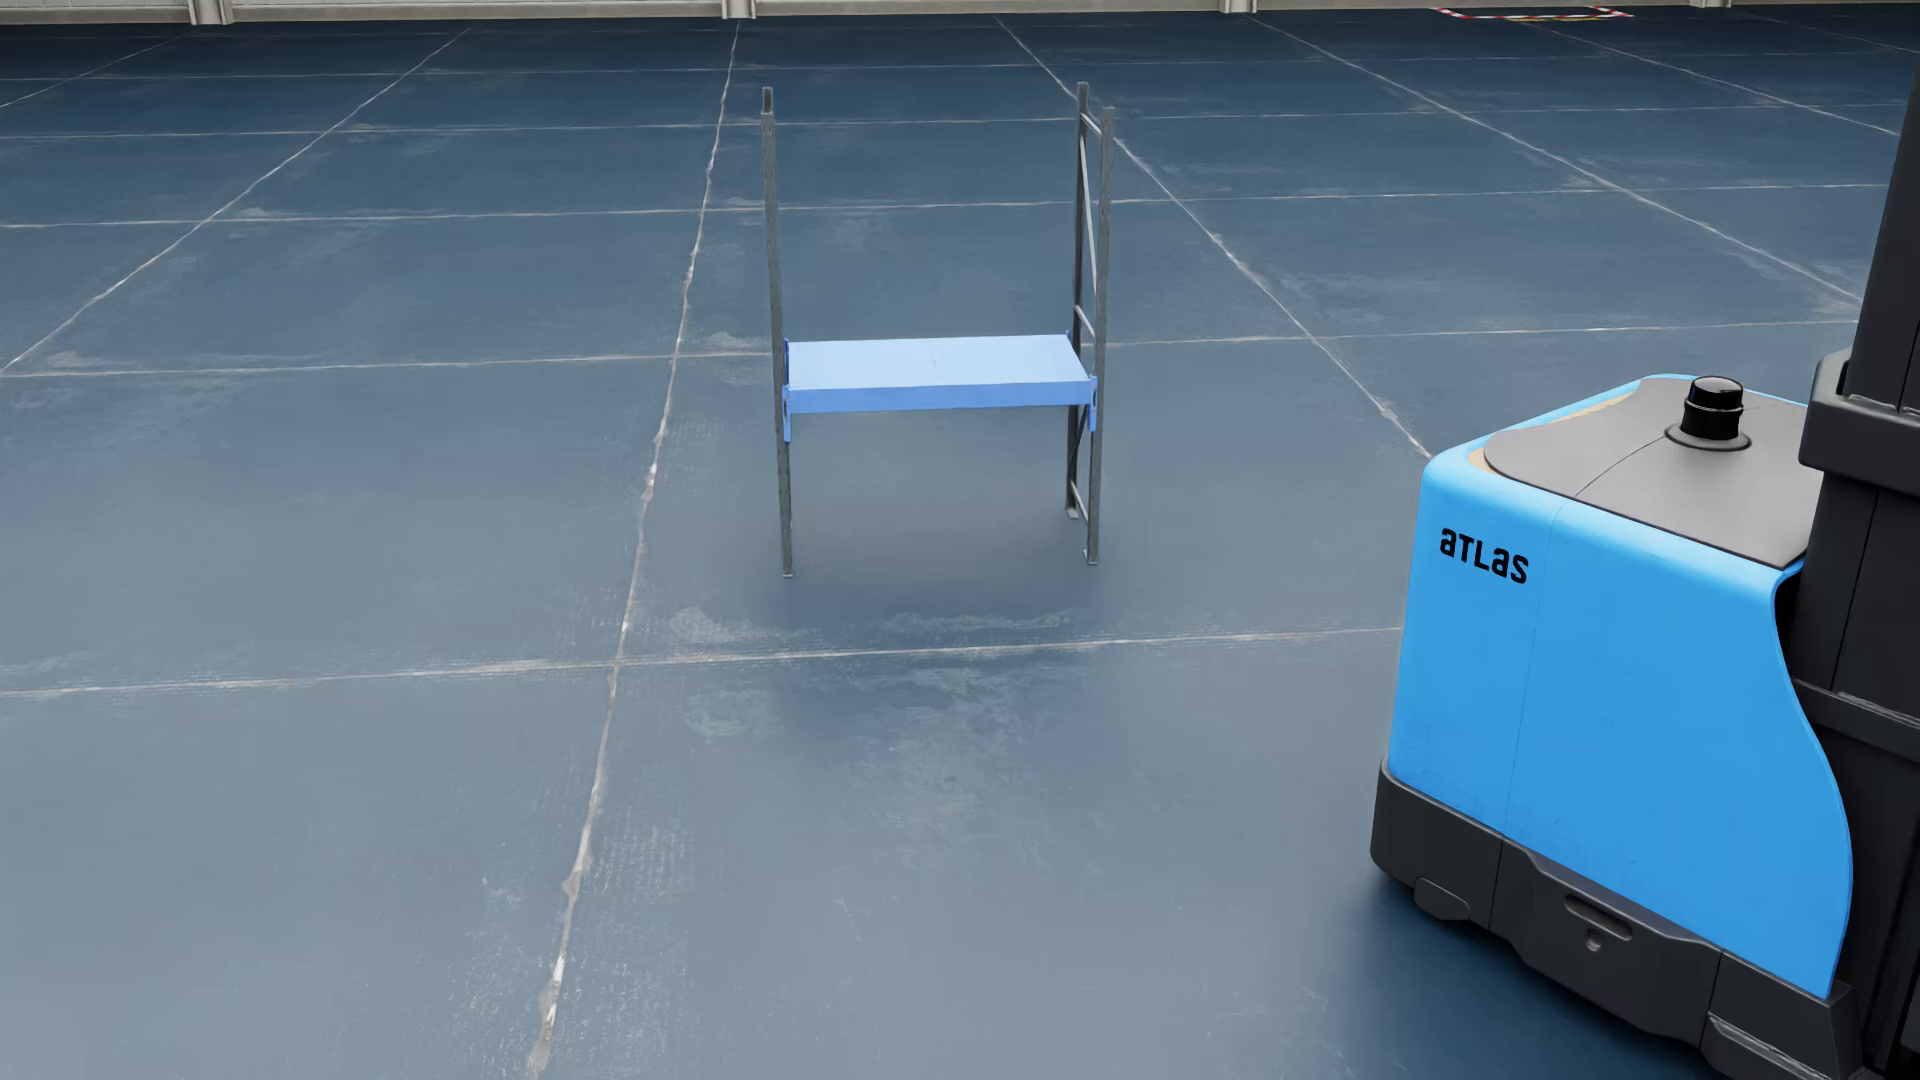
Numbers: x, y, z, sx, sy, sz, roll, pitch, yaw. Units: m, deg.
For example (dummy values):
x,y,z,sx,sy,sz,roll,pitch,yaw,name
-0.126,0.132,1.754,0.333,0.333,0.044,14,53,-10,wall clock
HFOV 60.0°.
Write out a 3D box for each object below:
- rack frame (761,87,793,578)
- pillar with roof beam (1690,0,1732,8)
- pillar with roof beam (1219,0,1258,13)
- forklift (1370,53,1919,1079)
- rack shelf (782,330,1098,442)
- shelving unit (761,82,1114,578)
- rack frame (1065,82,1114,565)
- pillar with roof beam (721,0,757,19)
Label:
x,y,z,sx,sy,sz,roll,pitch,yaw,name
-0.591,-0.662,5.392,0.032,1.500,0.500,-2,24,-5,rack frame
9.761,-9.024,14.974,0.400,9.000,9.100,-2,24,-5,pillar with roof beam
3.790,-8.785,14.435,0.400,9.000,9.100,-2,24,-5,pillar with roof beam
2.279,-0.192,2.573,1.130,2.935,3.031,-18,30,-35,forklift
-0.085,-0.518,5.511,1.000,0.185,0.538,-2,24,-5,rack shelf
-0.085,-0.682,5.438,1.048,1.500,0.538,-2,24,-5,shelving unit
0.421,-0.702,5.483,0.032,1.500,0.500,-2,24,-5,rack frame
13.065,-5.624,7.324,29.331,9.000,26.411,-2,24,-5,pillar with roof beam
